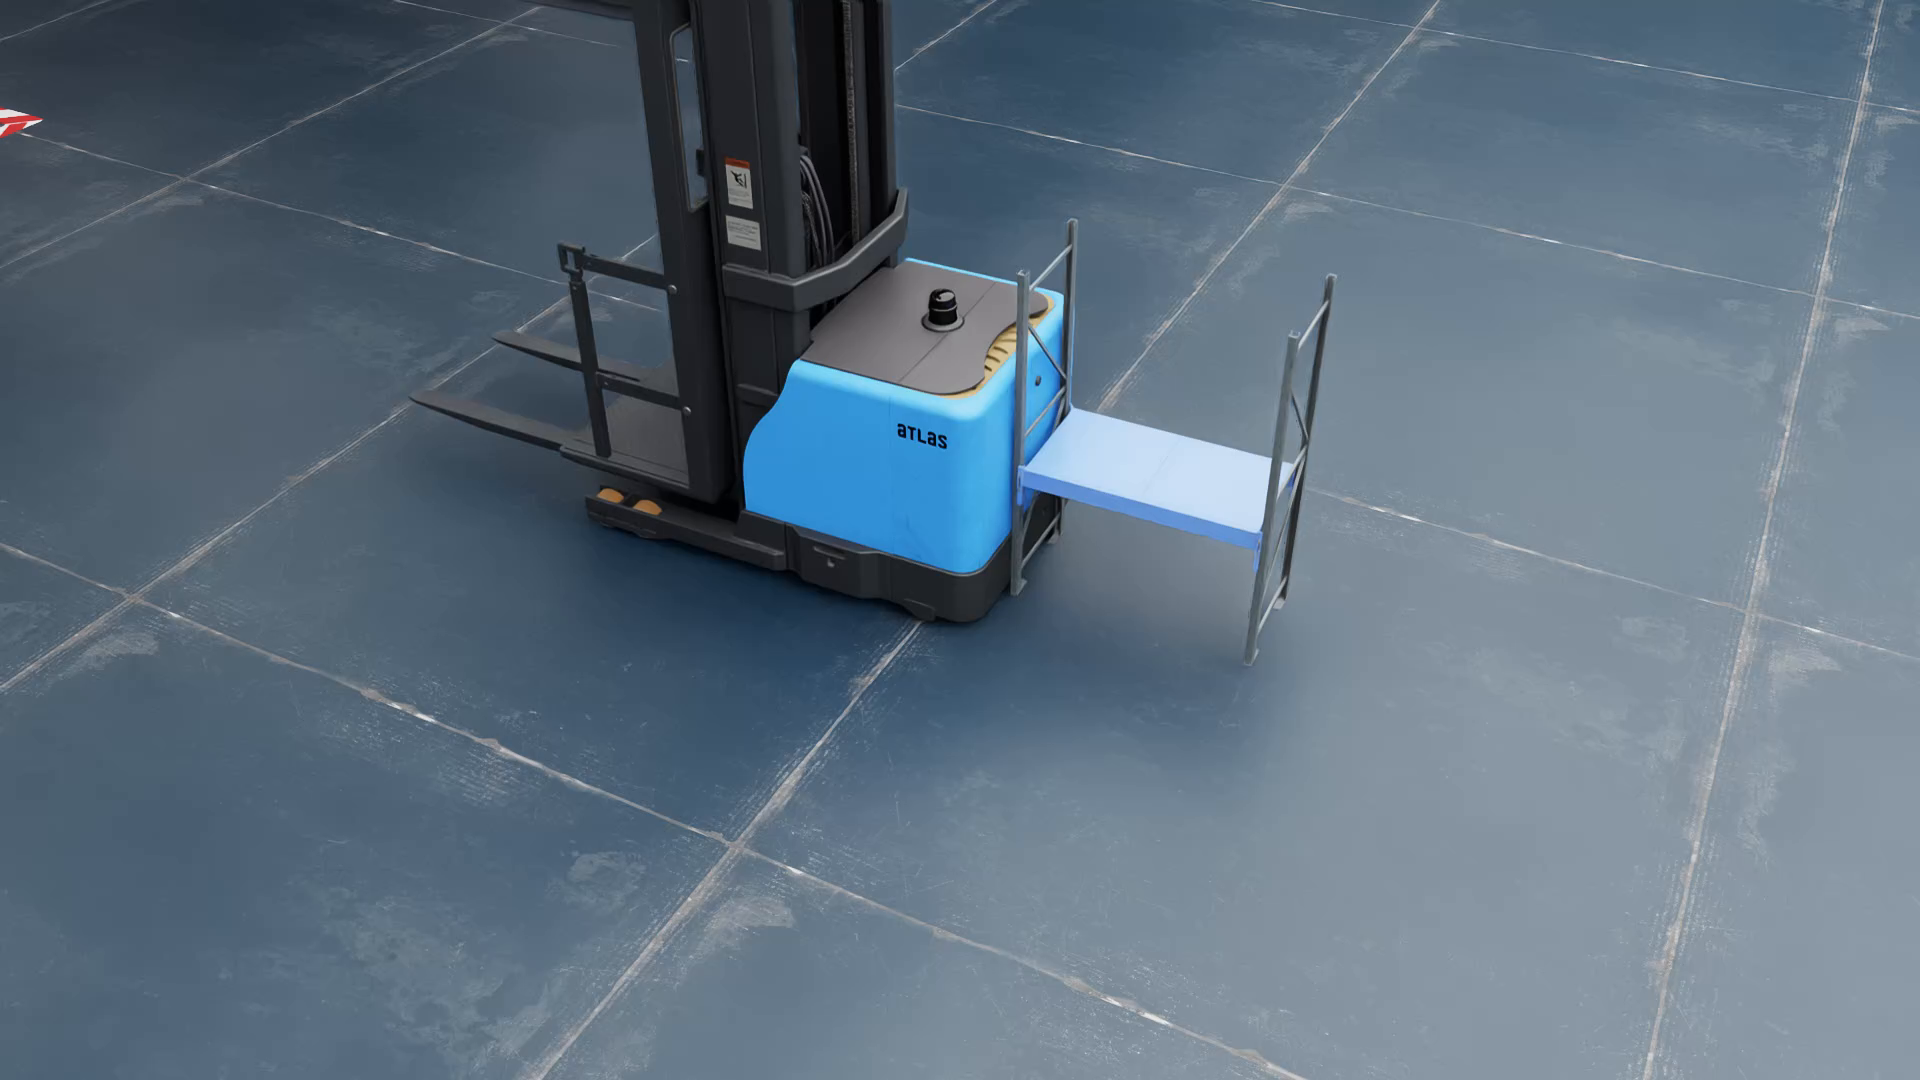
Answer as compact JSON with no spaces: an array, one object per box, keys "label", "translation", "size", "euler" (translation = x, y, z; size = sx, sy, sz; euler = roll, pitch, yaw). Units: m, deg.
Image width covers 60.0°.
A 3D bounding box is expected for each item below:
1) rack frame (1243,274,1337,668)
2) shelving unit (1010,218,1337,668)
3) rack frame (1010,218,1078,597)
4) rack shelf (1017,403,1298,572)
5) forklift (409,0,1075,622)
[{"label":"rack frame","translation":[1.246,-0.232,6.315],"size":[0.032,1.500,0.500],"euler":[16,40,20]},{"label":"shelving unit","translation":[0.789,-0.366,6.492],"size":[1.048,1.500,0.538],"euler":[16,40,20]},{"label":"rack frame","translation":[0.332,-0.501,6.669],"size":[0.032,1.500,0.500],"euler":[16,40,20]},{"label":"rack shelf","translation":[0.789,-0.223,6.601],"size":[1.000,0.185,0.538],"euler":[16,40,20]},{"label":"forklift","translation":[-1.072,-1.443,6.727],"size":[3.031,2.935,1.130],"euler":[16,40,20]}]
